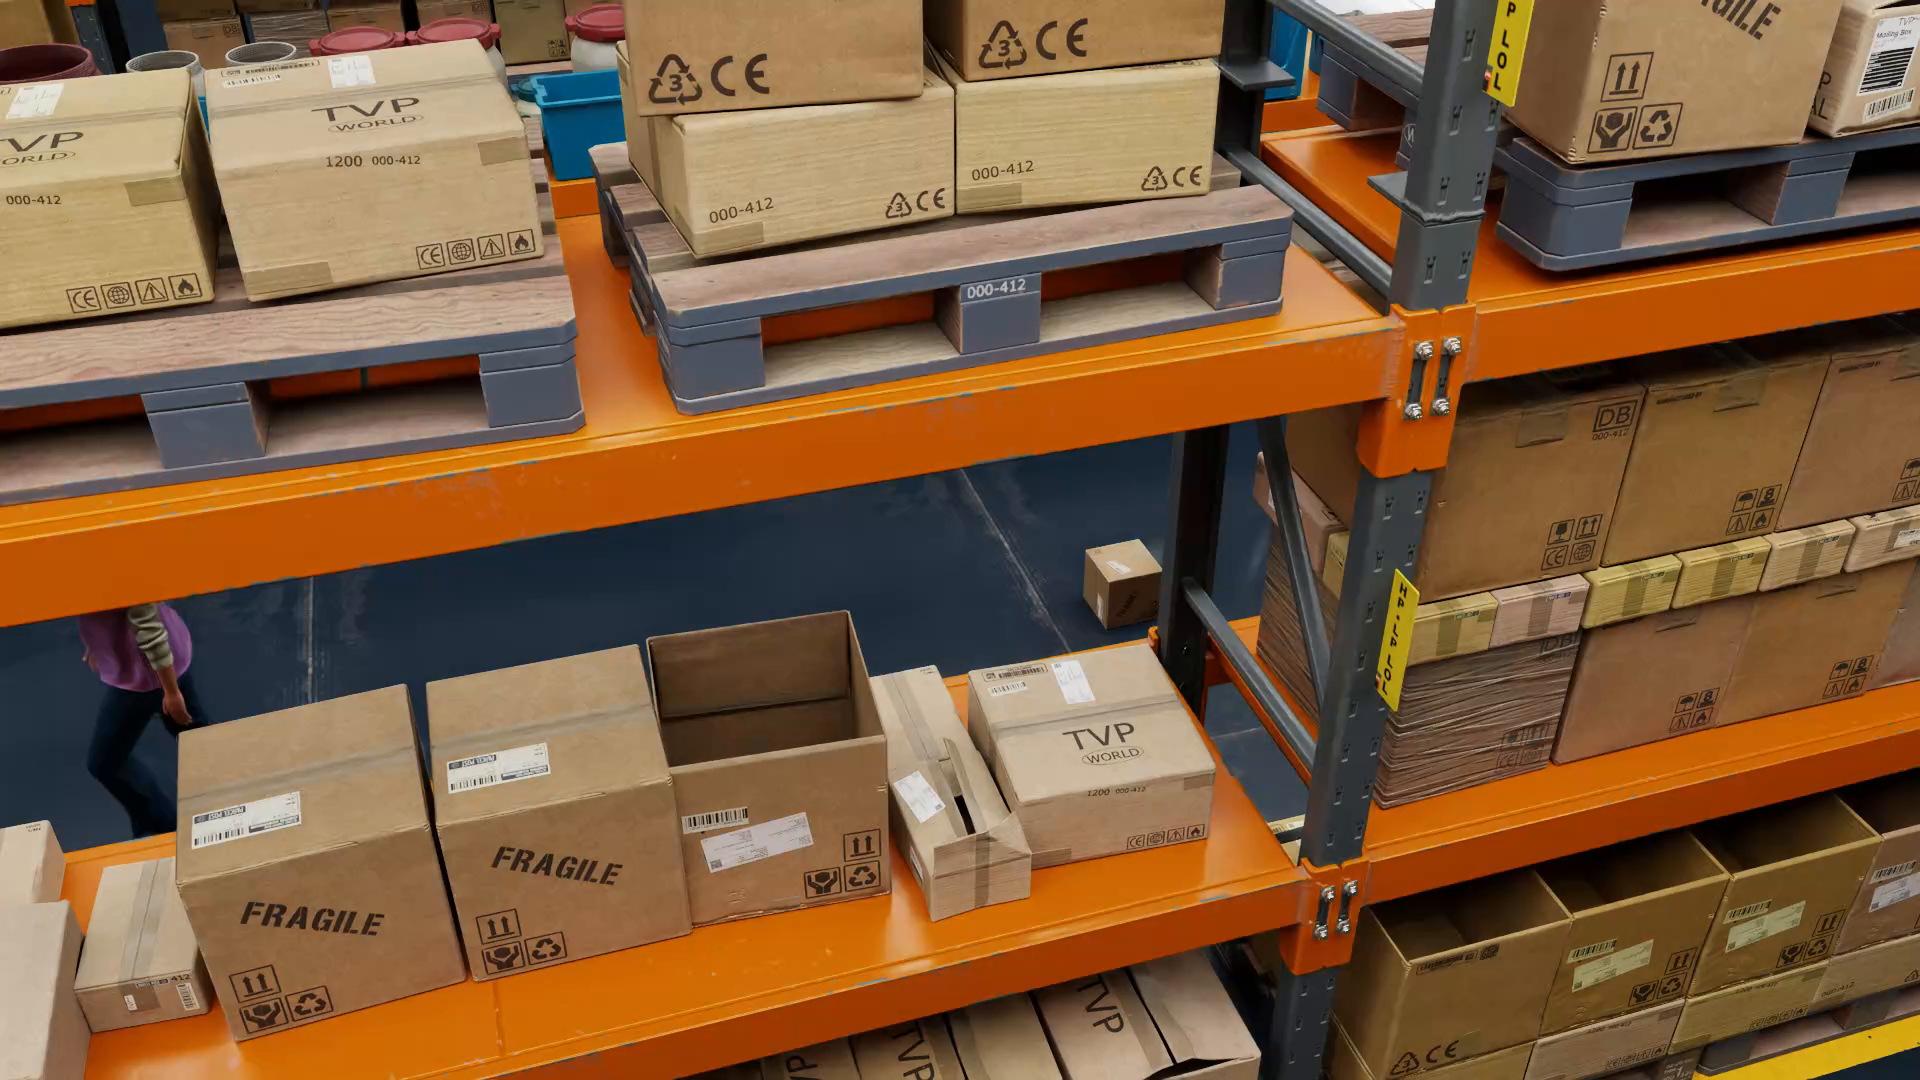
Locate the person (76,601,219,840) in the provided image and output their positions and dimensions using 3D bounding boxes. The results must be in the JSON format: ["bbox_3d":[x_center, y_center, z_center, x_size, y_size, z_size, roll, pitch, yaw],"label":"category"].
[{"bbox_3d":[-2.707,0.434,5.524,0.531,1.644,0.462,-13,36,-18],"label":"person"}]
